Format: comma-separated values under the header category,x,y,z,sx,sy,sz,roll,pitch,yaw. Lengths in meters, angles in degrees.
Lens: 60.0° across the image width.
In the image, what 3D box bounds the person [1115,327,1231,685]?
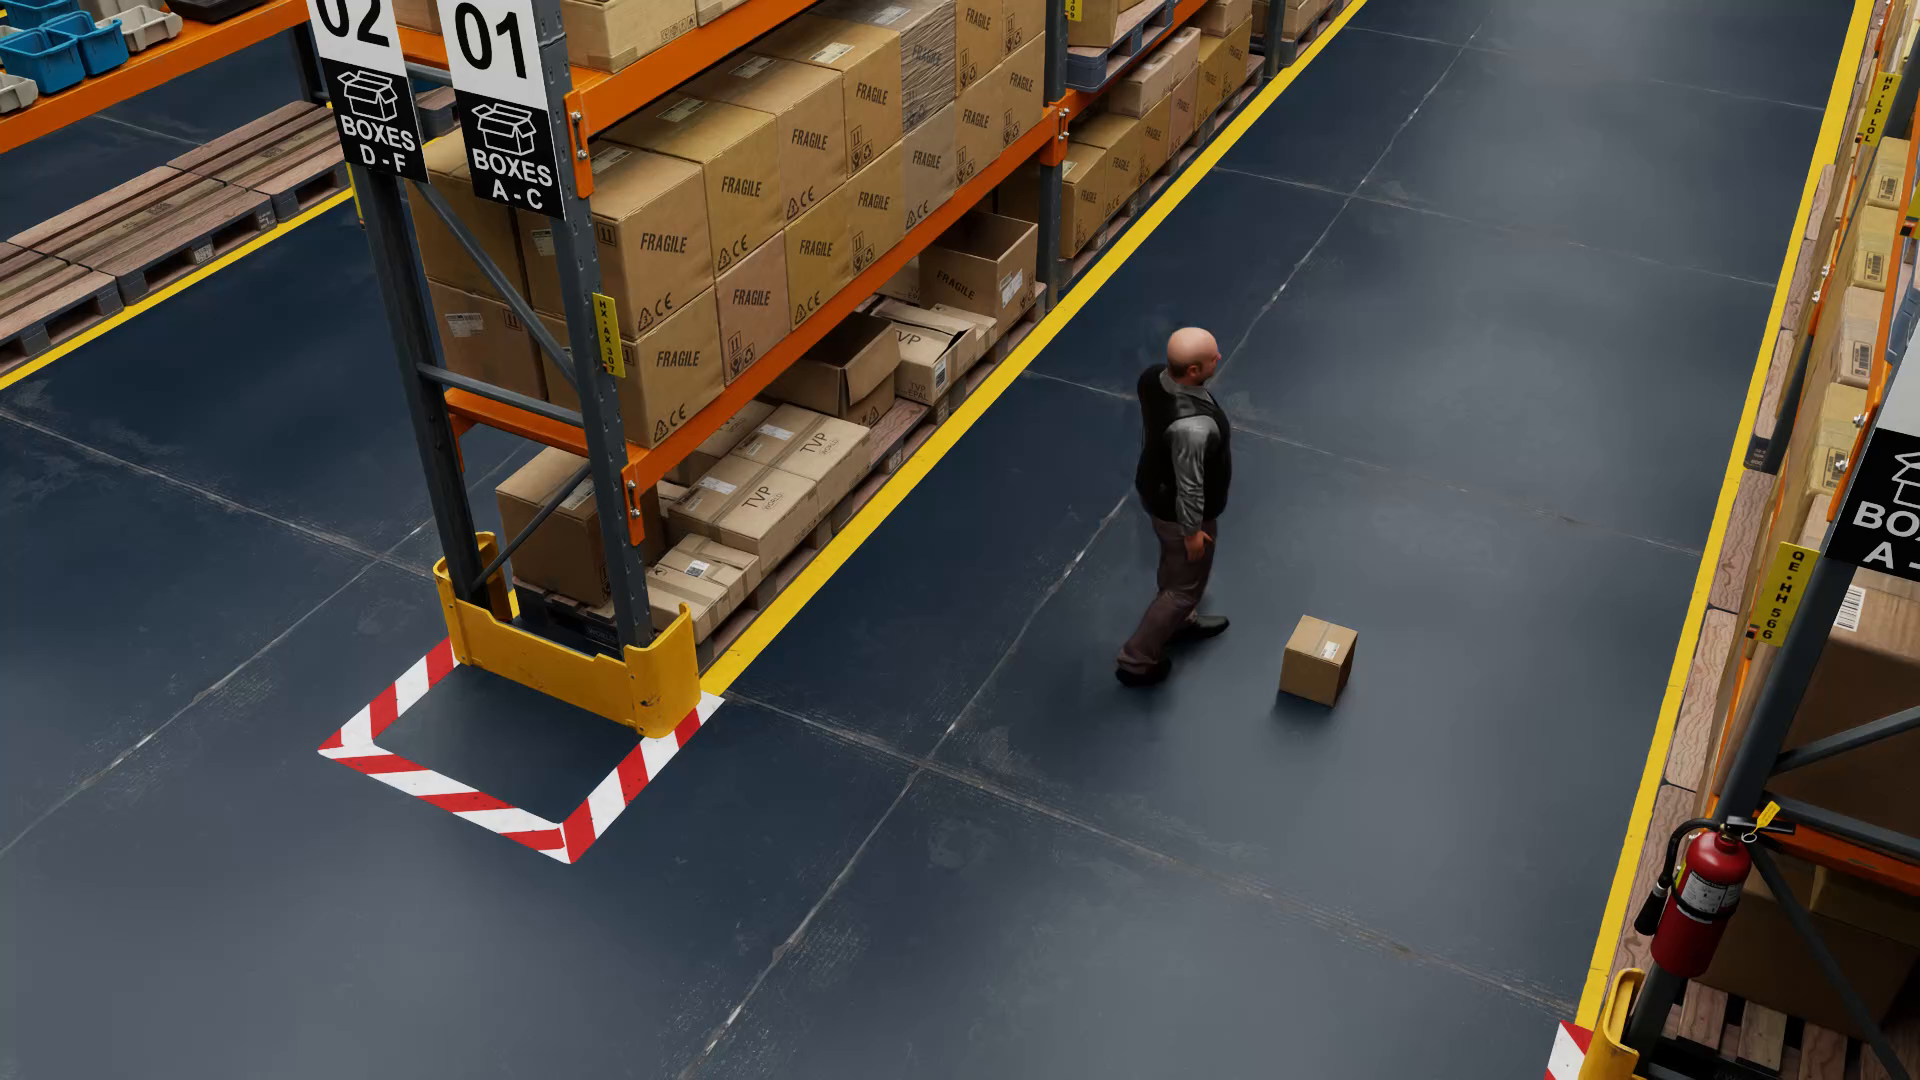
category,x,y,z,sx,sy,sz,roll,pitch,yaw
person,0.940,-0.160,6.974,0.624,1.724,0.558,-9,39,-11
